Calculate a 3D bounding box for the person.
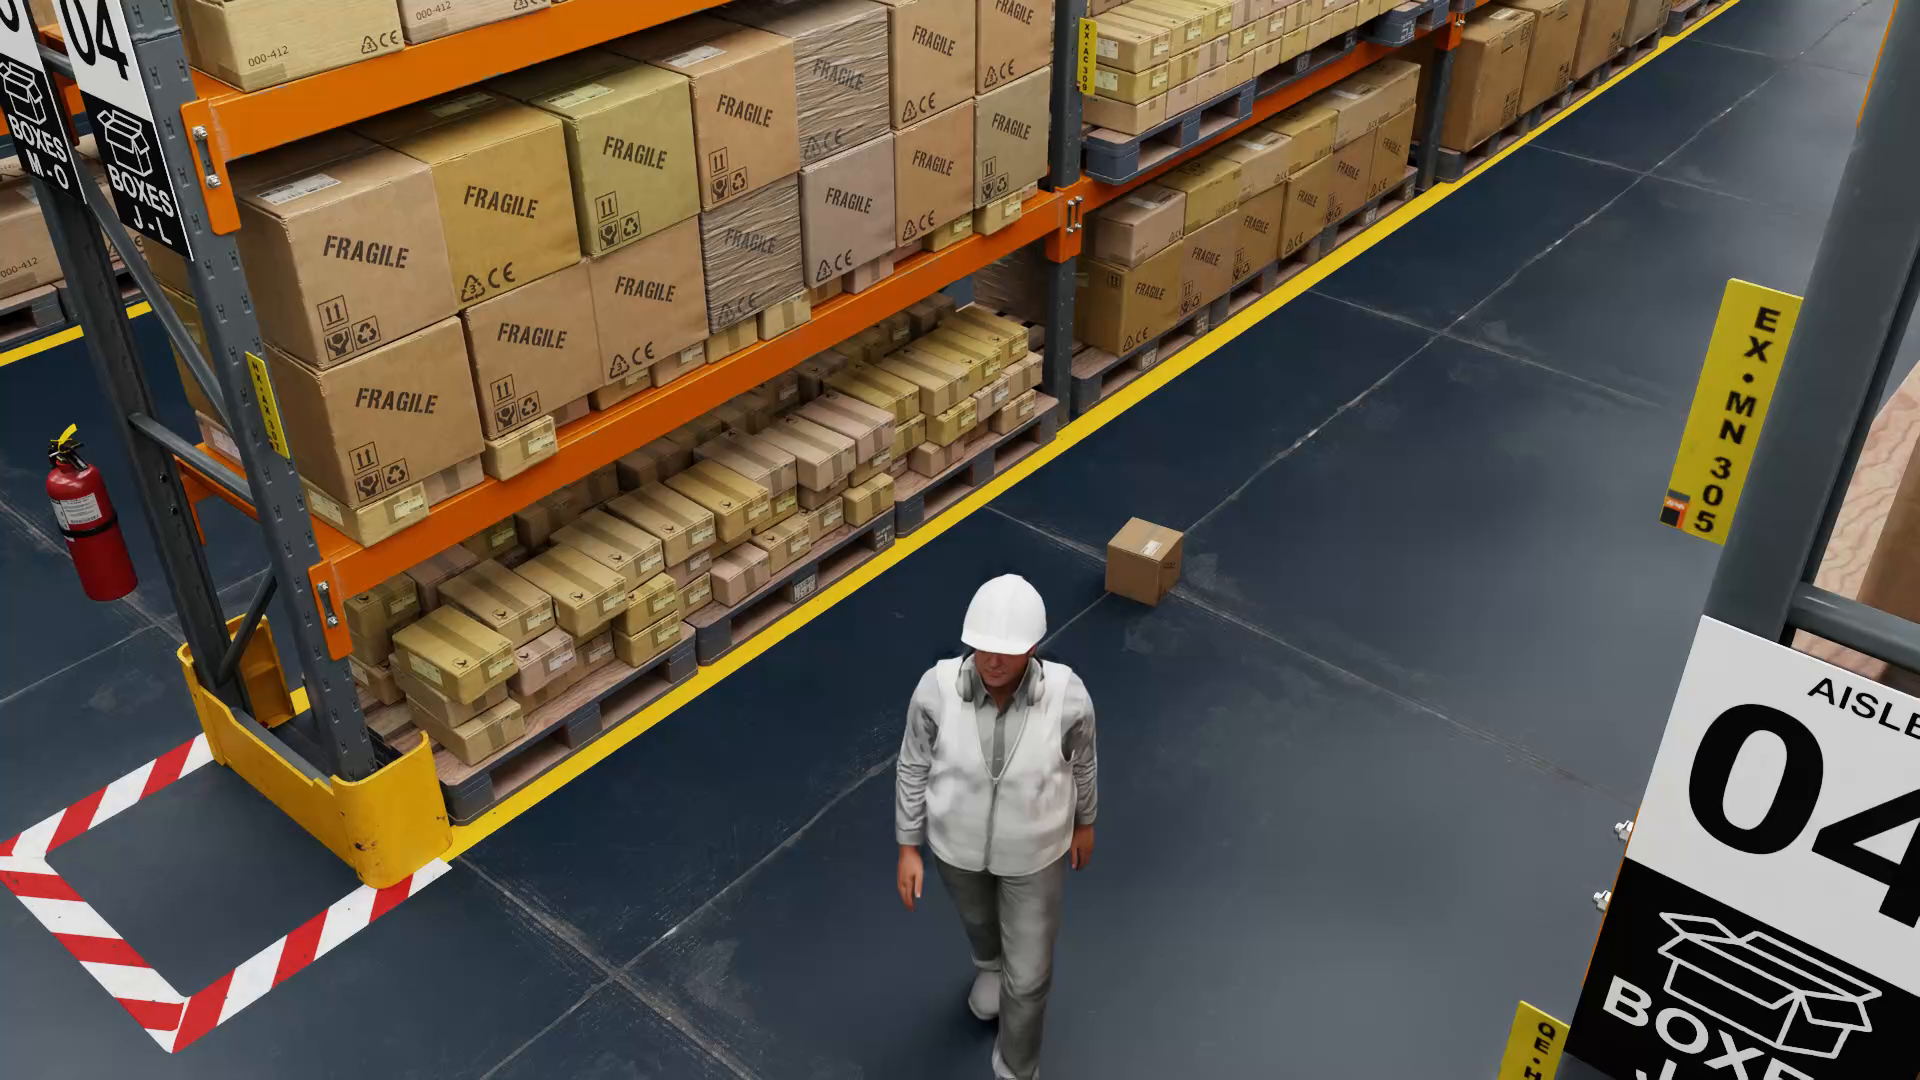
[{"bbox_3d":[0.090,0.915,4.815,0.570,1.799,0.790,6,35,8],"label":"person"}]
